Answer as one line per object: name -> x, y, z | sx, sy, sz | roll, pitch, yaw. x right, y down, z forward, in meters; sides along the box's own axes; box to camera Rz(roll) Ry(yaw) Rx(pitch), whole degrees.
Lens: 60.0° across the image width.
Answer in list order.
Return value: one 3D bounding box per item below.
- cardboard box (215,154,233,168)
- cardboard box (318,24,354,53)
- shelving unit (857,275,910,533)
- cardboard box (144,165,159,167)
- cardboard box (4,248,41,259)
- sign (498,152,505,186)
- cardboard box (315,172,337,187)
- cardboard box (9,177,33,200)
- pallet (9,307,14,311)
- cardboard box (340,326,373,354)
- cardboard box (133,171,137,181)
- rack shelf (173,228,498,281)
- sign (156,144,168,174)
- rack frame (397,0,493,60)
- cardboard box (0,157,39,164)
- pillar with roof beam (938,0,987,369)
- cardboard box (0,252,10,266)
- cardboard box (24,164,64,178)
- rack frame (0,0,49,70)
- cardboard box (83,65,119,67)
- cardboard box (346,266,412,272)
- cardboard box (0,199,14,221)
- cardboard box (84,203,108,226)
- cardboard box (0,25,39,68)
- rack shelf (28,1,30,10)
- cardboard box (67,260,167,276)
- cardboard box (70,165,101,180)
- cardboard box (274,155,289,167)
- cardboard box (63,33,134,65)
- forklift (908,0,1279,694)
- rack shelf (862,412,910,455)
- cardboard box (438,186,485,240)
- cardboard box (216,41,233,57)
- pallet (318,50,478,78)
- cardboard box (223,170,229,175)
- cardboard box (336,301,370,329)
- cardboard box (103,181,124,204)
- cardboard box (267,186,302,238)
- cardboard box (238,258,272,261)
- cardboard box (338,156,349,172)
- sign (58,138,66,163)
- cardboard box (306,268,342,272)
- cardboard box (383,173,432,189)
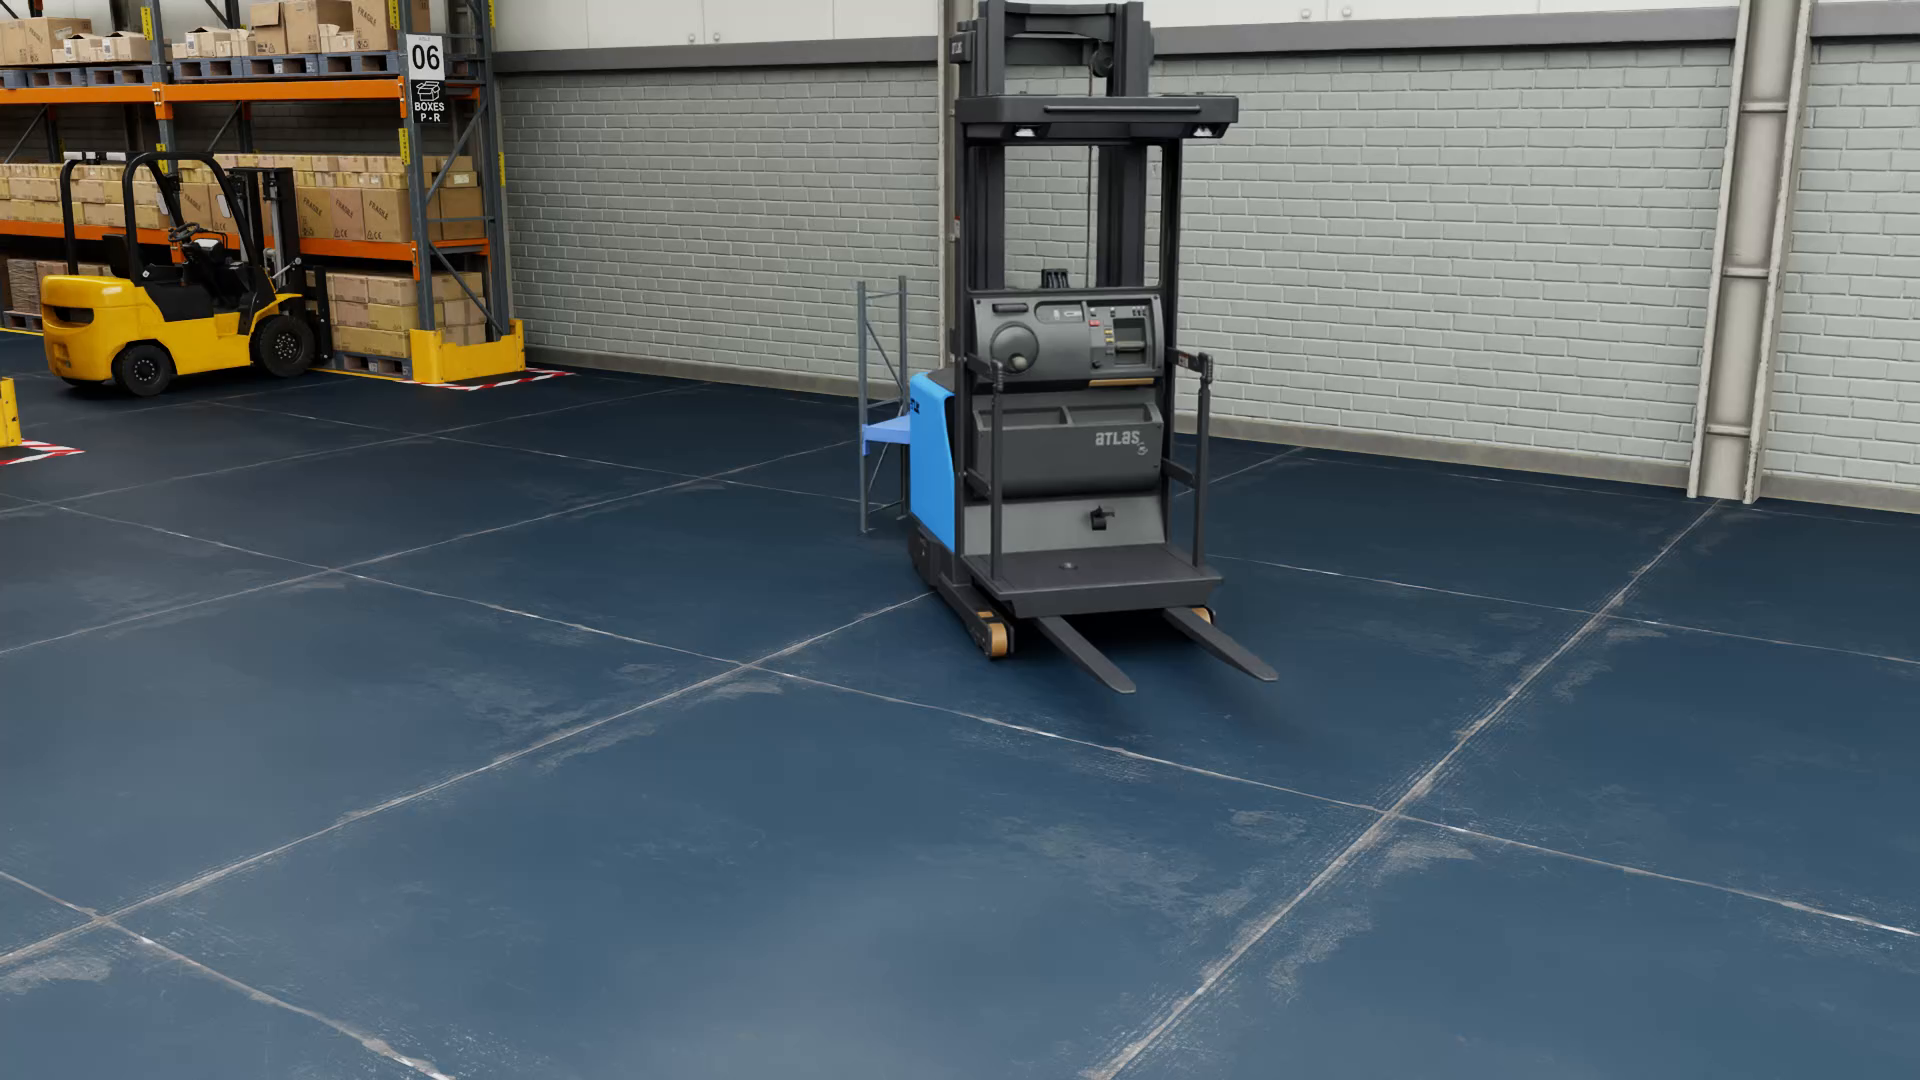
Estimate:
cardboard box -> -7.574, -3.974, 17.459 | 0.250, 0.149, 0.380 | 9, 16, 32
cardboard box -> -5.905, -4.809, 15.964 | 0.258, 0.266, 0.396 | 9, 17, 33
shelving unit -> -0.019, -0.764, 9.788 | 1.048, 1.500, 0.538 | 8, 16, 29
cardboard box -> -9.144, -4.220, 19.070 | 0.250, 0.149, 0.380 | 9, 17, 33
cardboard box -> -11.940, -3.633, 21.234 | 0.250, 0.149, 0.380 | 10, 17, 35
sign -> -4.523, -3.650, 16.359 | 0.005, 0.325, 0.100 | 9, 17, 33
cardboard box -> -6.139, -3.573, 16.456 | 0.250, 0.149, 0.380 | 9, 16, 31
cardboard box -> -10.829, -4.149, 19.612 | 0.500, 0.250, 0.500 | 10, 17, 35
pallet -> -12.074, -2.908, 21.133 | 1.213, 0.211, 1.003 | 9, 17, 33
cardboard box -> -5.811, -2.019, 16.586 | 0.500, 0.250, 0.500 | 9, 17, 33
cardboard box -> -8.962, -4.057, 18.412 | 0.250, 0.149, 0.380 | 9, 17, 33
rack shelf -> -6.497, -3.001, 17.199 | 4.000, 0.370, 1.077 | 9, 17, 33
sign -> -8.451, -4.032, 17.624 | 0.005, 0.325, 0.100 | 9, 17, 33
rack frame -> -4.837, -5.994, 15.308 | 0.127, 3.000, 1.000 | 9, 17, 33
cardboard box -> -11.815, -4.507, 20.705 | 0.500, 0.500, 0.500 | 10, 17, 35
pillar with roof beam -> -2.336, -4.604, 9.693 | 0.400, 9.000, 9.100 | 9, 17, 33
cardboard box -> -12.027, -3.475, 20.598 | 0.250, 0.149, 0.380 | 8, 16, 30
cardboard box -> -10.702, -4.319, 19.470 | 0.250, 0.149, 0.380 | 9, 17, 33
rack frame -> -11.476, -7.066, 19.642 | 0.127, 3.000, 1.000 | 9, 17, 33
cardboard box -> -9.991, -5.572, 19.252 | 0.250, 0.166, 0.380 | 9, 17, 33
cardboard box -> -5.956, -2.674, 17.149 | 0.500, 0.250, 0.500 | 9, 17, 32
cardboard box -> -11.244, -3.973, 19.944 | 0.500, 0.250, 0.500 | 9, 17, 33
cardboard box -> -9.536, -3.700, 18.838 | 0.500, 0.250, 0.500 | 9, 17, 33
cardboard box -> -11.011, -5.766, 19.339 | 0.500, 0.500, 0.500 | 9, 17, 33
rack shelf -> -13.135, -6.791, 20.860 | 4.000, 0.370, 1.077 | 9, 17, 33
cardboard box -> -9.860, -2.943, 19.537 | 0.625, 0.625, 0.875 | 8, 16, 31
cardboard box -> -9.904, -4.168, 18.862 | 0.250, 0.149, 0.380 | 9, 16, 31
cardboard box -> -6.728, -3.837, 16.904 | 0.250, 0.149, 0.380 | 9, 17, 33
cardboard box -> -9.530, -5.435, 18.395 | 0.500, 0.311, 0.500 | 9, 16, 31
forklift -> 0.575, -0.982, 7.690 | 1.130, 2.935, 3.031 | -4, 14, -14
rack shelf -> -0.019, -0.589, 9.831 | 1.000, 0.185, 0.538 | 8, 16, 29
cardboard box -> -5.094, -3.252, 16.509 | 0.500, 0.500, 0.500 | 10, 17, 35
cardboard box -> -7.316, -4.981, 16.899 | 0.250, 0.149, 0.380 | 10, 17, 34
pallet -> -5.410, -4.595, 16.083 | 1.213, 0.211, 1.003 | 9, 17, 33
cardboard box -> -7.428, -3.774, 17.270 | 0.250, 0.149, 0.380 | 10, 17, 34
cardboard box -> -5.826, -2.266, 16.541 | 0.500, 0.250, 0.500 | 9, 17, 32
cardboard box -> -9.138, -3.870, 18.487 | 0.500, 0.250, 0.500 | 9, 16, 31
cardboard box -> -6.666, -3.349, 16.901 | 0.500, 0.500, 0.500 | 9, 17, 33
cardboard box -> -7.640, -2.945, 18.245 | 0.500, 0.250, 0.500 | 10, 17, 34
cardboard box -> -5.872, -3.700, 16.351 | 0.250, 0.149, 0.380 | 9, 17, 33
sign -> -11.169, -4.828, 20.673 | 0.005, 0.325, 0.100 | 9, 17, 33
cardboard box -> -6.661, -2.638, 17.005 | 0.500, 0.250, 0.500 | 9, 16, 32
cardboard box -> -5.281, -3.436, 15.901 | 0.250, 0.149, 0.380 | 9, 17, 34
